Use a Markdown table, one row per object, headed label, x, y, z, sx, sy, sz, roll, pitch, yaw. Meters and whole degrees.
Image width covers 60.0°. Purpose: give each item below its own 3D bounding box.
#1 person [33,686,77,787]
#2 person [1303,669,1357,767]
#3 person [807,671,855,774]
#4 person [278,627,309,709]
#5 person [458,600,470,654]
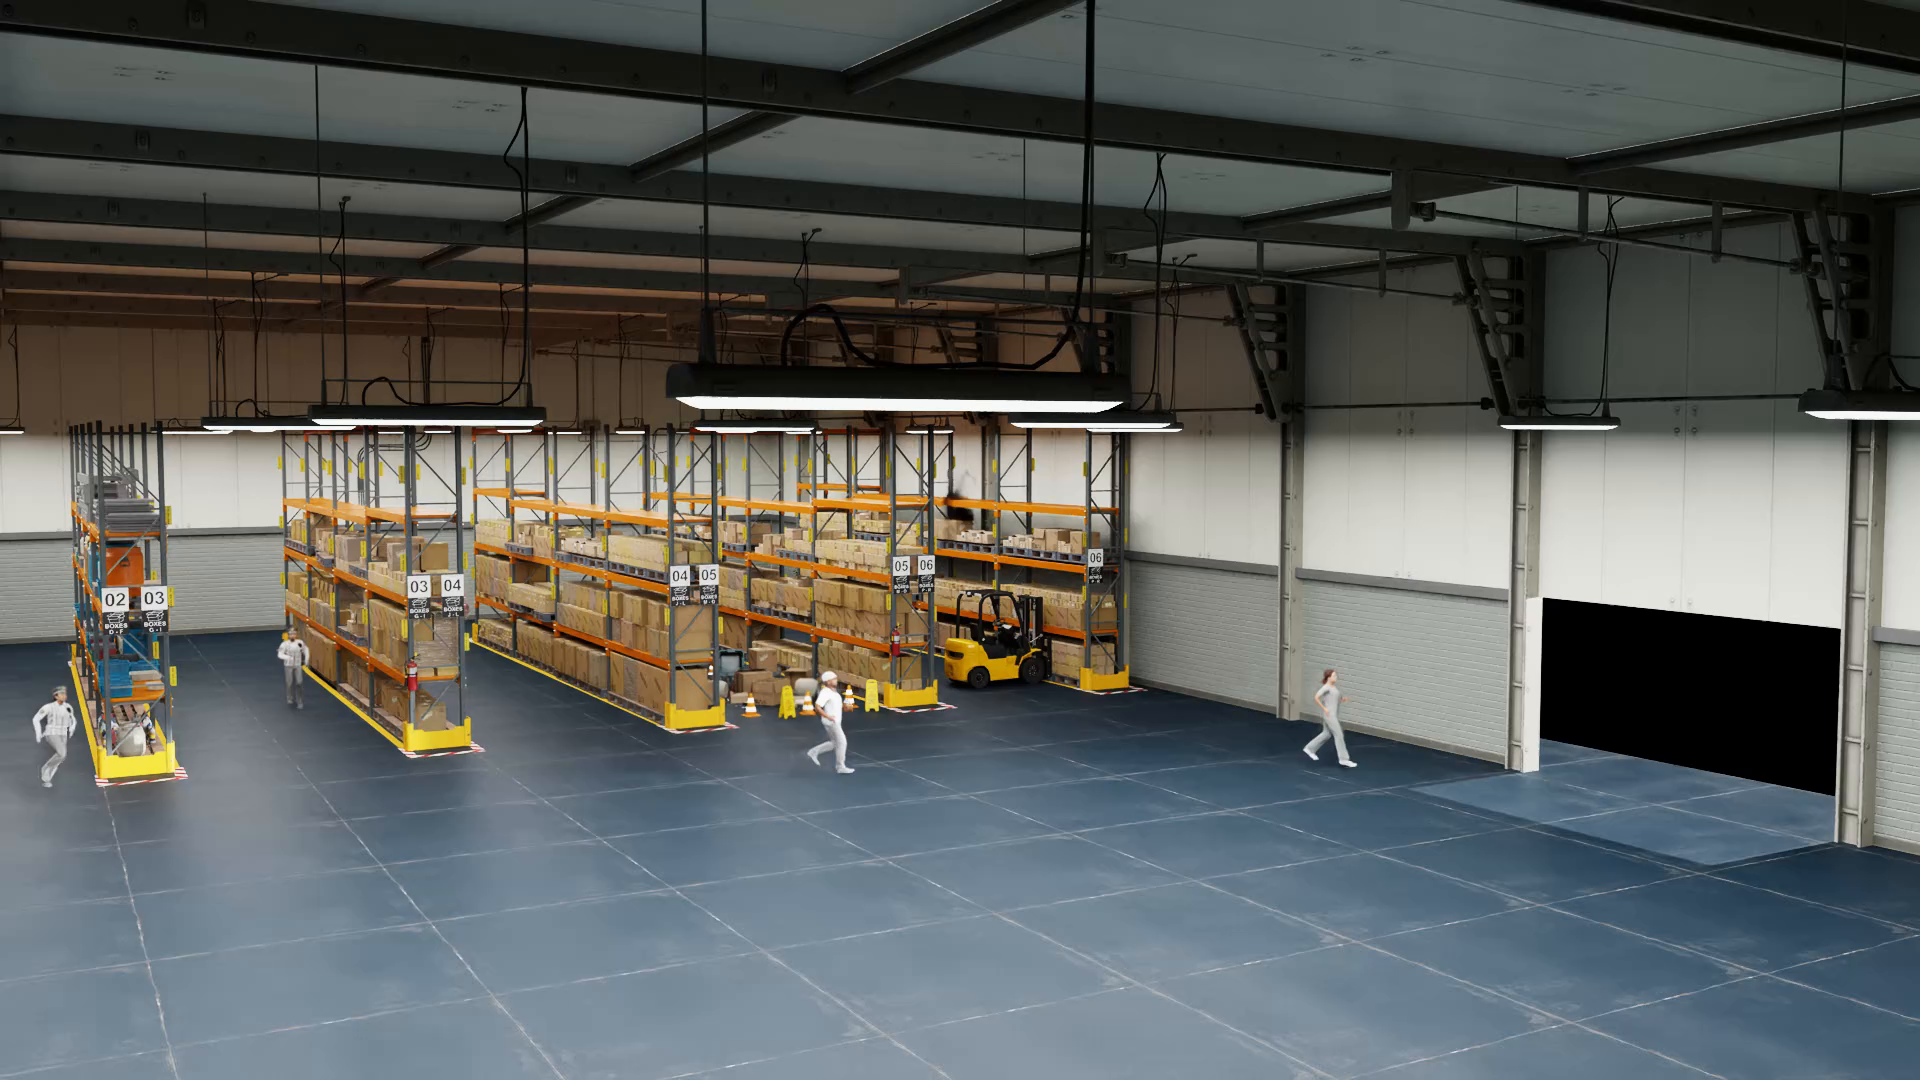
| label | x | y | z | sx | sy | sz | roll | pitch | yaw |
| --- | --- | --- | --- | --- | --- | --- | --- | --- | --- |
| person | -14.772 | 3.216 | 27.305 | 0.535 | 1.623 | 0.626 | 2 | 4 | 28 |
| person | 6.439 | 3.073 | 28.919 | 0.960 | 1.665 | 0.560 | 2 | 4 | 24 |
| person | -2.208 | 3.104 | 28.327 | 0.846 | 1.739 | 0.714 | 0 | 4 | 7 |
| person | -14.106 | 2.721 | 35.221 | 0.632 | 1.764 | 0.721 | -2 | 4 | -29 |
| person | -13.147 | 2.206 | 43.411 | 0.665 | 1.738 | 1.105 | -2 | 4 | -31 |
